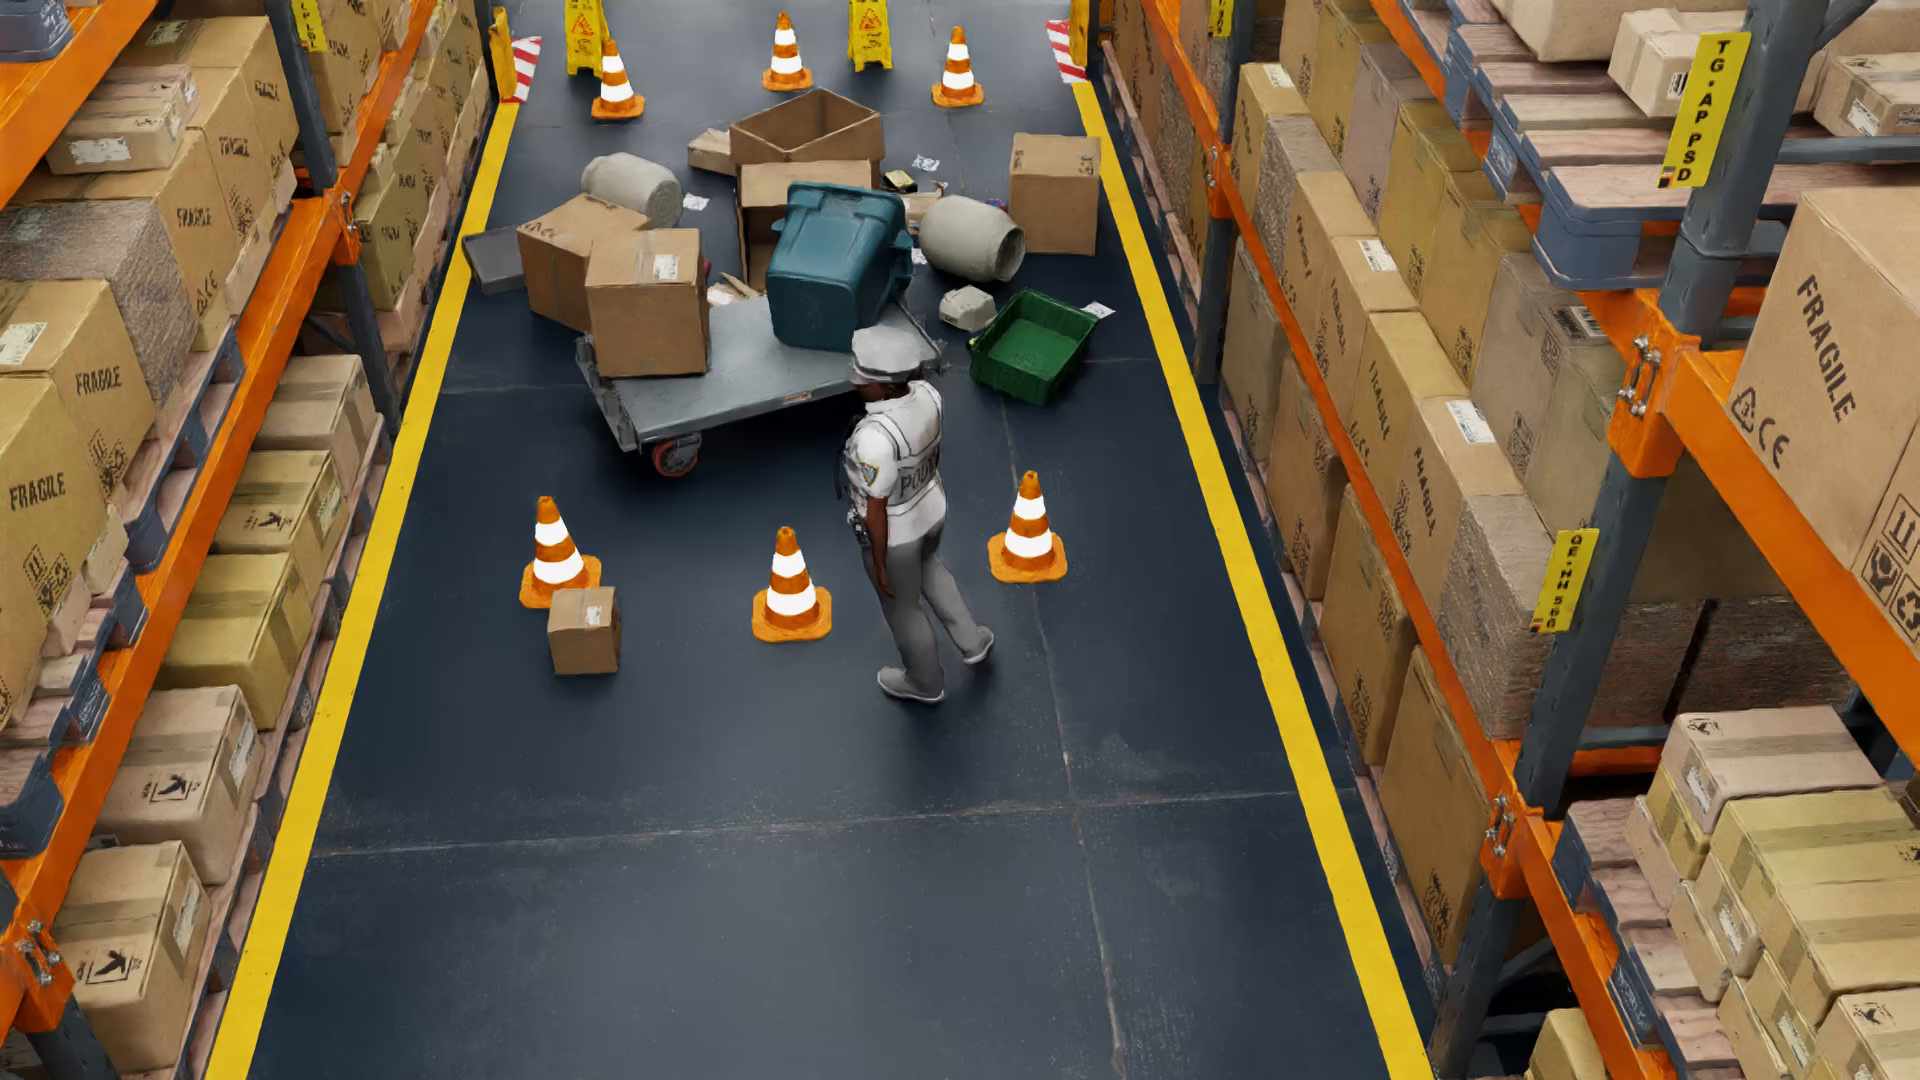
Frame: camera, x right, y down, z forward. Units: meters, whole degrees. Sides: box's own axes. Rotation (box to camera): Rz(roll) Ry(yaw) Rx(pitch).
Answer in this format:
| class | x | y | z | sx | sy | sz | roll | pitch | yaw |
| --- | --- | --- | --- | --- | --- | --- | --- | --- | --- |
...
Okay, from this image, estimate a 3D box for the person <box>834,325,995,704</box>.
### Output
| class | x | y | z | sx | sy | sz | roll | pitch | yaw |
| --- | --- | --- | --- | --- | --- | --- | --- | --- | --- |
| person | -0.147 | -0.077 | 6.223 | 0.450 | 1.656 | 0.637 | 22 | 44 | 24 |
